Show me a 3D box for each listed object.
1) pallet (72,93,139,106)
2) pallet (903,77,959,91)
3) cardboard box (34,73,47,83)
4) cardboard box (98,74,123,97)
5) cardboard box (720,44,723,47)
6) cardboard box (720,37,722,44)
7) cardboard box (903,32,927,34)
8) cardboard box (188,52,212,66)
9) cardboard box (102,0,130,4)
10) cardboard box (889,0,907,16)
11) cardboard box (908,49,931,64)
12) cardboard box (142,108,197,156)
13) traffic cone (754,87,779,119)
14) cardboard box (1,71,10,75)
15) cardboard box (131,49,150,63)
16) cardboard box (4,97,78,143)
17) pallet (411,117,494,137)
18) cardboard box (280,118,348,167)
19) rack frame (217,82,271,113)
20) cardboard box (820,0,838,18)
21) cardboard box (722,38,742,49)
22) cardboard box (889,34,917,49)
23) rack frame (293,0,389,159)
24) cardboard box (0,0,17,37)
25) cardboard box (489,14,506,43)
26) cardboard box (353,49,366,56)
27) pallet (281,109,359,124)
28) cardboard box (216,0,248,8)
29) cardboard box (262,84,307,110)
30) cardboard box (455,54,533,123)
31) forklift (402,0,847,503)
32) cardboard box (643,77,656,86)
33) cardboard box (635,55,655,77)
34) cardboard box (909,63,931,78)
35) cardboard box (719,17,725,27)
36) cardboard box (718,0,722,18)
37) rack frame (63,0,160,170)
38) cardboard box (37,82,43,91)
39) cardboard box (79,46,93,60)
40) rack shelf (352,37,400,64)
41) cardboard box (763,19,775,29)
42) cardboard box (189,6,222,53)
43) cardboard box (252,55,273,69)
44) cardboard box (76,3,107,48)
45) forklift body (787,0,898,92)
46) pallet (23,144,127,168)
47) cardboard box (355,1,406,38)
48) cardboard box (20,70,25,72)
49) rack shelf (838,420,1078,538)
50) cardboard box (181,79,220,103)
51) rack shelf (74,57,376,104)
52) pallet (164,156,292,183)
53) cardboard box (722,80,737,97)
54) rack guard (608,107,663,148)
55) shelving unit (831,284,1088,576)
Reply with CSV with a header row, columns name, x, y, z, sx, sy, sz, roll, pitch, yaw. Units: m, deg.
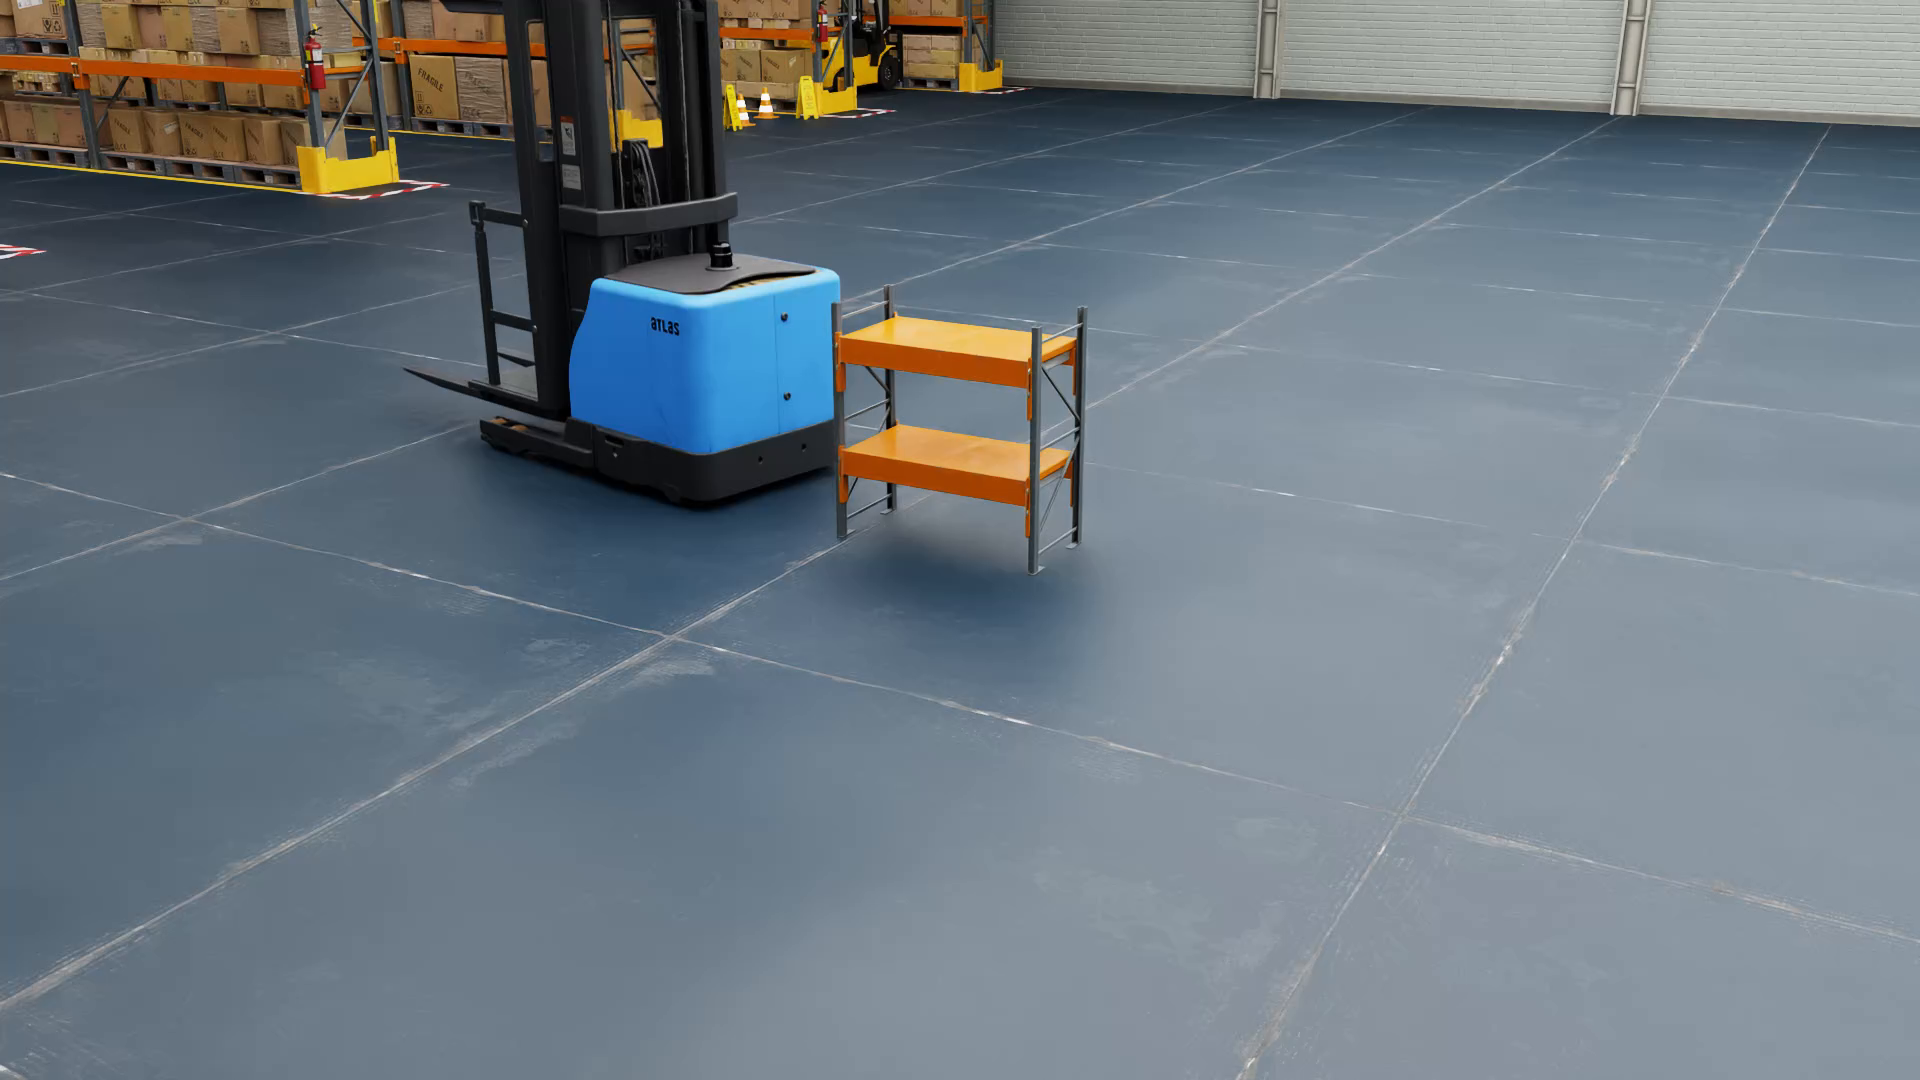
name,x,y,z,sx,sy,sz,roll,pitch,yaw
pallet,-14.170,-7.452,28.098,1.213,0.211,1.003,11,23,27
pallet,-0.319,-8.669,31.453,1.213,0.211,1.003,11,23,27
cardboard box,-15.523,-7.888,28.340,0.250,0.149,0.380,10,22,25
cardboard box,-13.872,-7.625,27.535,0.500,0.500,0.500,12,23,30
cardboard box,-4.002,-8.122,28.173,0.500,0.500,0.500,12,23,30
cardboard box,-4.915,-9.950,33.763,0.625,0.625,0.875,10,22,25
cardboard box,-0.828,-9.544,31.728,0.500,0.250,0.500,11,22,27
cardboard box,-8.592,-5.522,19.058,0.250,0.149,0.380,11,23,27
cardboard box,-9.668,-6.525,19.405,0.500,0.500,0.500,11,23,27
cardboard box,-1.085,-10.090,31.134,0.500,0.500,0.500,10,22,26
cardboard box,-0.641,-9.079,31.178,0.500,0.250,0.500,11,22,27
cardboard box,-9.540,-4.952,20.169,0.500,0.500,0.500,-17,26,-39
traffic cone,-3.053,-6.881,26.157,0.334,0.463,0.336,11,23,27
cardboard box,-16.393,-8.085,28.884,0.250,0.149,0.380,10,22,25
cardboard box,-9.468,-5.687,19.512,0.250,0.149,0.380,11,23,27
cardboard box,-11.795,-5.419,21.427,0.500,0.500,0.700,9,22,23
pallet,-7.241,-6.101,24.373,1.213,0.211,1.003,11,23,27
cardboard box,-7.419,-4.567,19.107,0.500,0.500,0.500,16,25,37
rack frame,-11.359,-8.226,26.145,0.127,3.000,1.000,11,23,27
cardboard box,-2.327,-8.735,26.963,0.500,0.500,0.500,10,22,26
cardboard box,-3.676,-8.132,27.251,0.250,0.149,0.380,12,23,30
cardboard box,-1.079,-9.387,31.295,0.500,0.250,0.500,11,23,28
rack frame,-6.882,-5.436,18.453,0.127,3.000,1.000,11,23,27
cardboard box,-11.932,-6.608,20.916,0.637,0.503,0.797,13,24,33
cardboard box,-6.122,-7.306,23.387,0.500,0.550,0.875,11,23,27
cardboard box,-11.152,-9.353,31.752,0.875,0.875,0.875,12,23,29
pallet,-9.646,-6.559,25.637,1.213,0.211,1.003,11,23,27
cardboard box,-7.922,-6.192,18.488,0.500,0.500,0.500,11,23,27
cardboard box,-10.106,-7.094,25.706,0.750,0.750,1.050,11,23,28
cardboard box,-6.563,-6.486,23.846,0.875,0.875,0.875,11,23,28
forklift,-2.039,-1.963,8.977,3.031,2.935,1.130,17,26,39
cardboard box,-5.269,-7.294,27.237,0.500,0.500,0.500,-7,21,-20
cardboard box,-5.157,-8.130,28.197,0.500,0.500,0.500,12,23,30
cardboard box,-0.625,-8.839,31.250,0.500,0.250,0.500,11,23,27
cardboard box,-3.804,-8.527,27.341,0.250,0.149,0.380,11,23,27
cardboard box,-3.960,-8.840,27.254,0.500,0.500,0.500,11,23,28
rack frame,-10.374,-6.101,20.286,0.127,3.000,1.000,11,23,27
cardboard box,-15.545,-7.781,28.481,0.250,0.149,0.380,12,23,29
cardboard box,-10.333,-5.858,19.984,0.250,0.149,0.380,11,23,27
rack shelf,-9.613,-7.556,25.350,4.000,0.370,1.077,11,23,27
cardboard box,-2.968,-8.325,26.785,0.250,0.149,0.380,10,22,26
cardboard box,-8.259,-5.866,19.055,0.500,0.500,0.875,11,23,27
cardboard box,-7.692,-5.372,18.644,0.250,0.149,0.380,11,23,27
cardboard box,-10.011,-6.195,19.962,0.500,0.500,0.875,11,23,27
forklift body,-2.176,-9.238,30.178,1.214,2.155,2.313,11,23,27
pallet,-11.054,-4.920,21.118,1.213,0.211,1.003,11,23,27
cardboard box,-8.452,-7.615,24.314,0.500,0.500,0.500,11,22,27
cardboard box,-15.940,-8.146,28.617,0.250,0.149,0.380,12,23,29
rack shelf,-0.006,-0.300,7.760,1.000,0.278,0.538,11,23,27
cardboard box,-12.061,-7.280,26.586,0.500,0.500,0.500,11,23,27
rack shelf,-8.628,-5.431,19.492,4.000,0.370,1.077,11,23,27
pallet,-8.701,-4.487,19.925,1.213,0.211,1.003,11,23,27
cardboard box,-3.793,-7.519,27.612,0.500,0.250,0.500,10,22,25
rack guard,-4.353,-5.717,22.892,0.348,0.500,1.175,11,23,27
shelving unit,-0.006,-0.530,7.676,1.048,1.125,0.538,11,23,27
